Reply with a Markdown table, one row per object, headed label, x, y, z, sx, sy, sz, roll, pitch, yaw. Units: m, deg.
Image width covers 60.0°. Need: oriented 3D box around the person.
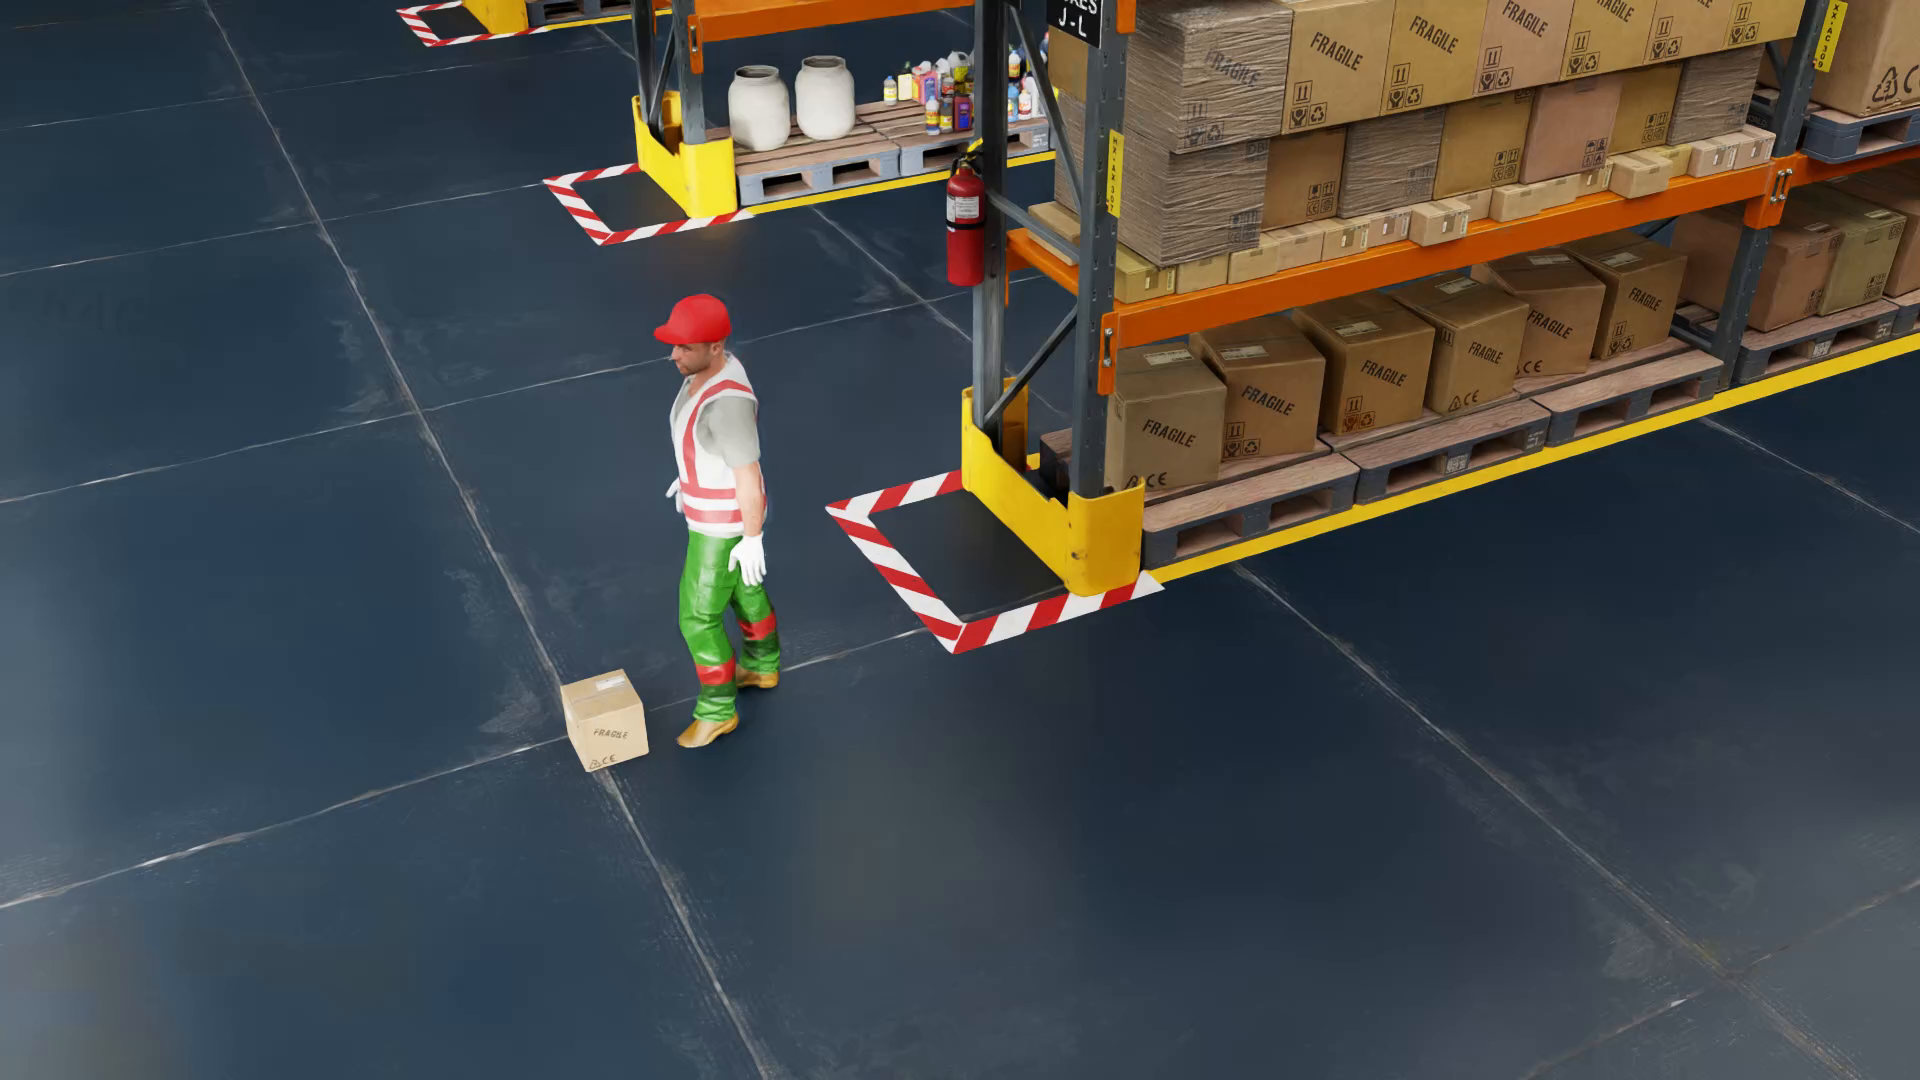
| label | x | y | z | sx | sy | sz | roll | pitch | yaw |
| --- | --- | --- | --- | --- | --- | --- | --- | --- | --- |
| person | -0.946 | -0.073 | 6.271 | 0.474 | 1.852 | 0.634 | -5 | 33 | -8 |
